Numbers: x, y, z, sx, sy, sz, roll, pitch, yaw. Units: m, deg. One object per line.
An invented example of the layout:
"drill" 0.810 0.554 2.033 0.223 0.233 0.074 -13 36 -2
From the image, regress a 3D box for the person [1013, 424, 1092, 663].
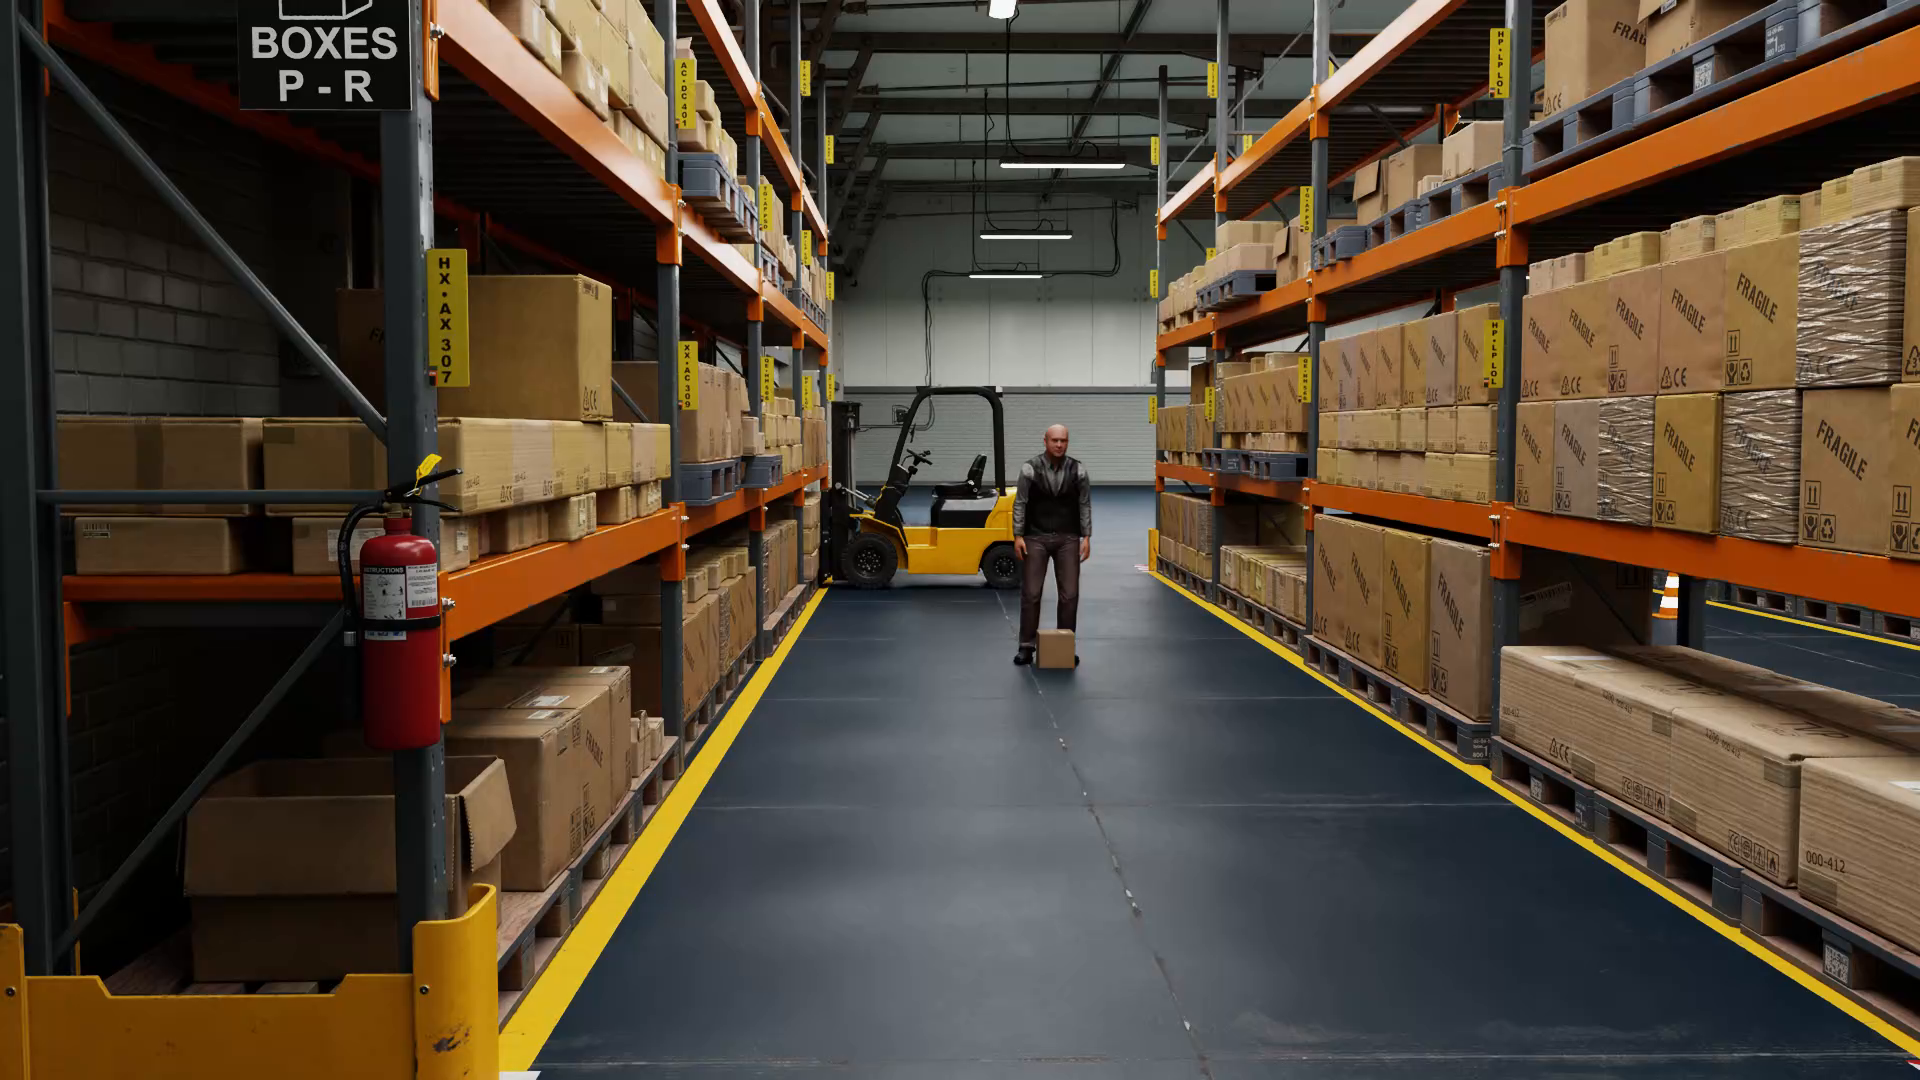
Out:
"person" 0.666 0.023 12.058 0.584 1.719 0.426 0 4 -5
